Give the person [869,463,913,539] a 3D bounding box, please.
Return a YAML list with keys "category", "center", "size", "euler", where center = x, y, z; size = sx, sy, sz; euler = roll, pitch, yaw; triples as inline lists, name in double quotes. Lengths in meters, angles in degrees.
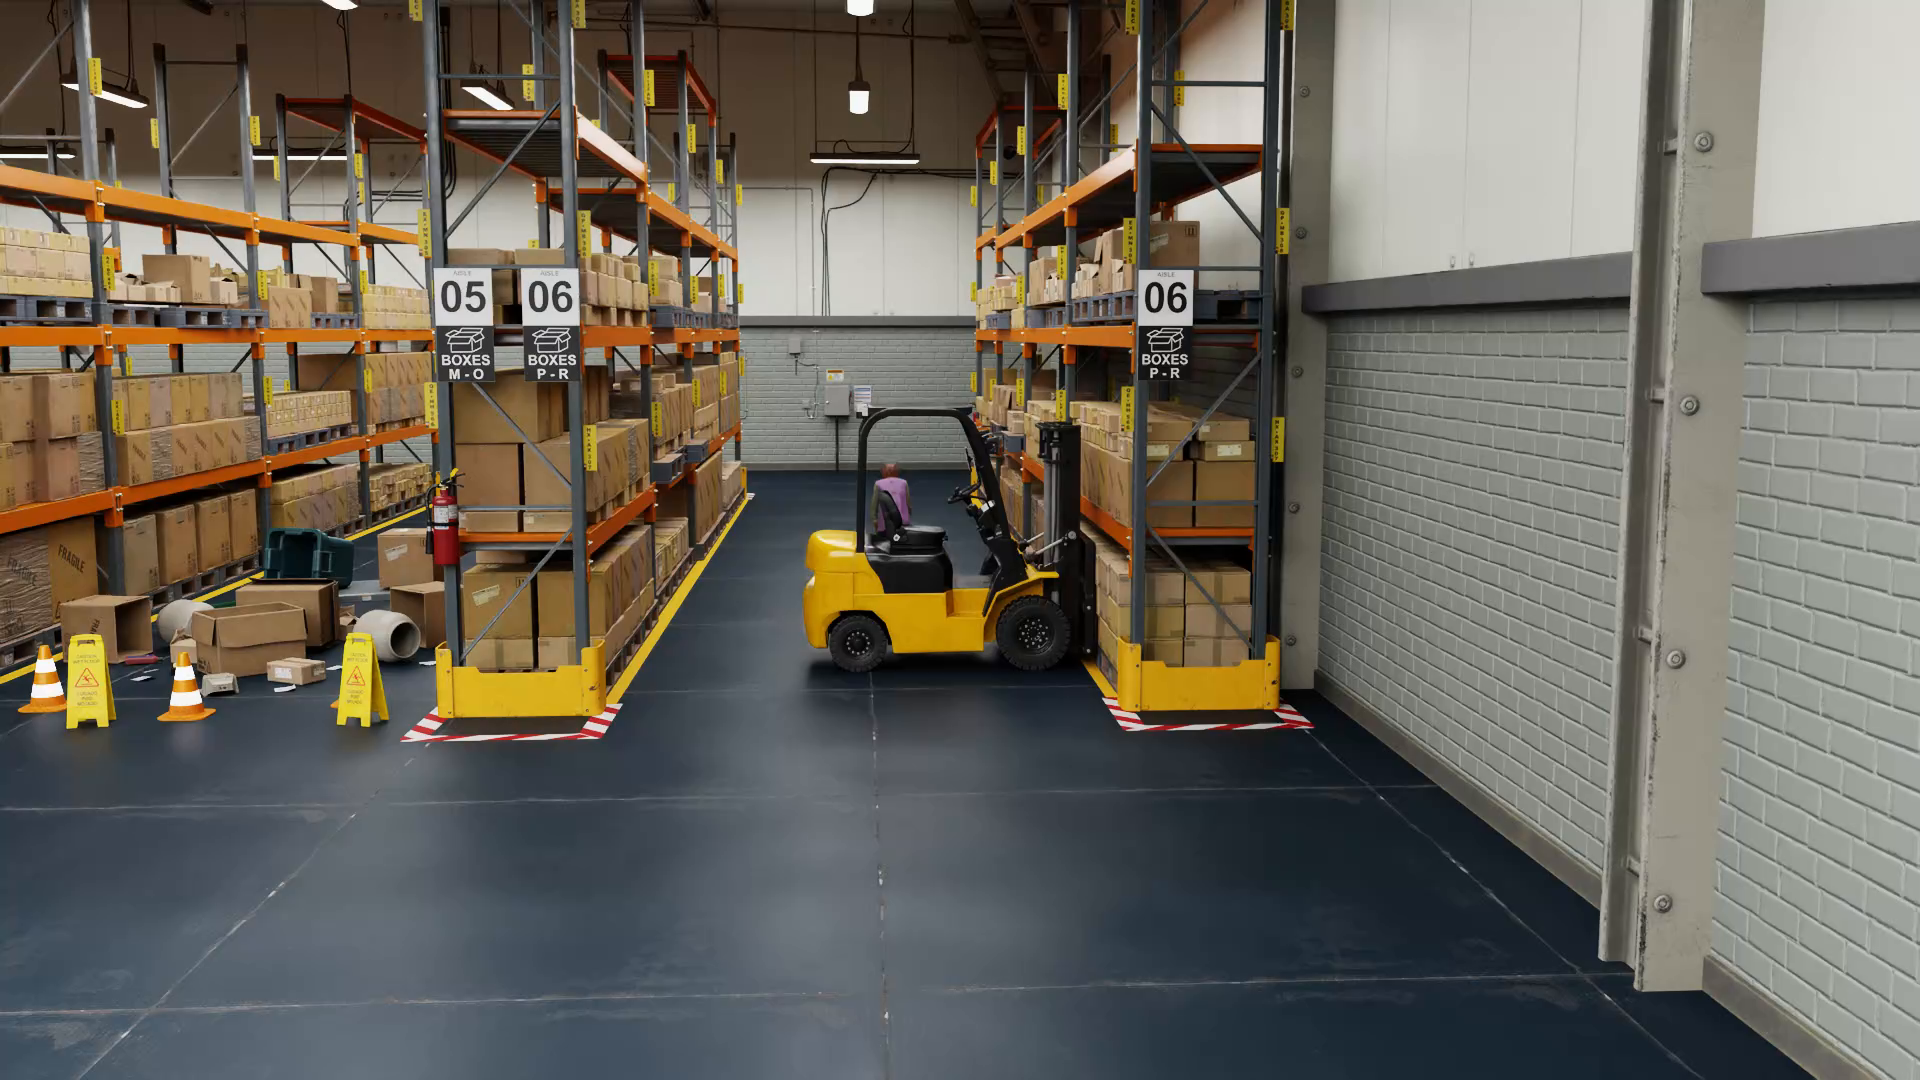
- category: "person"
  center: [-0.731, -0.114, 17.654]
  size: [0.460, 1.376, 0.601]
  euler: [0, 7, -3]
